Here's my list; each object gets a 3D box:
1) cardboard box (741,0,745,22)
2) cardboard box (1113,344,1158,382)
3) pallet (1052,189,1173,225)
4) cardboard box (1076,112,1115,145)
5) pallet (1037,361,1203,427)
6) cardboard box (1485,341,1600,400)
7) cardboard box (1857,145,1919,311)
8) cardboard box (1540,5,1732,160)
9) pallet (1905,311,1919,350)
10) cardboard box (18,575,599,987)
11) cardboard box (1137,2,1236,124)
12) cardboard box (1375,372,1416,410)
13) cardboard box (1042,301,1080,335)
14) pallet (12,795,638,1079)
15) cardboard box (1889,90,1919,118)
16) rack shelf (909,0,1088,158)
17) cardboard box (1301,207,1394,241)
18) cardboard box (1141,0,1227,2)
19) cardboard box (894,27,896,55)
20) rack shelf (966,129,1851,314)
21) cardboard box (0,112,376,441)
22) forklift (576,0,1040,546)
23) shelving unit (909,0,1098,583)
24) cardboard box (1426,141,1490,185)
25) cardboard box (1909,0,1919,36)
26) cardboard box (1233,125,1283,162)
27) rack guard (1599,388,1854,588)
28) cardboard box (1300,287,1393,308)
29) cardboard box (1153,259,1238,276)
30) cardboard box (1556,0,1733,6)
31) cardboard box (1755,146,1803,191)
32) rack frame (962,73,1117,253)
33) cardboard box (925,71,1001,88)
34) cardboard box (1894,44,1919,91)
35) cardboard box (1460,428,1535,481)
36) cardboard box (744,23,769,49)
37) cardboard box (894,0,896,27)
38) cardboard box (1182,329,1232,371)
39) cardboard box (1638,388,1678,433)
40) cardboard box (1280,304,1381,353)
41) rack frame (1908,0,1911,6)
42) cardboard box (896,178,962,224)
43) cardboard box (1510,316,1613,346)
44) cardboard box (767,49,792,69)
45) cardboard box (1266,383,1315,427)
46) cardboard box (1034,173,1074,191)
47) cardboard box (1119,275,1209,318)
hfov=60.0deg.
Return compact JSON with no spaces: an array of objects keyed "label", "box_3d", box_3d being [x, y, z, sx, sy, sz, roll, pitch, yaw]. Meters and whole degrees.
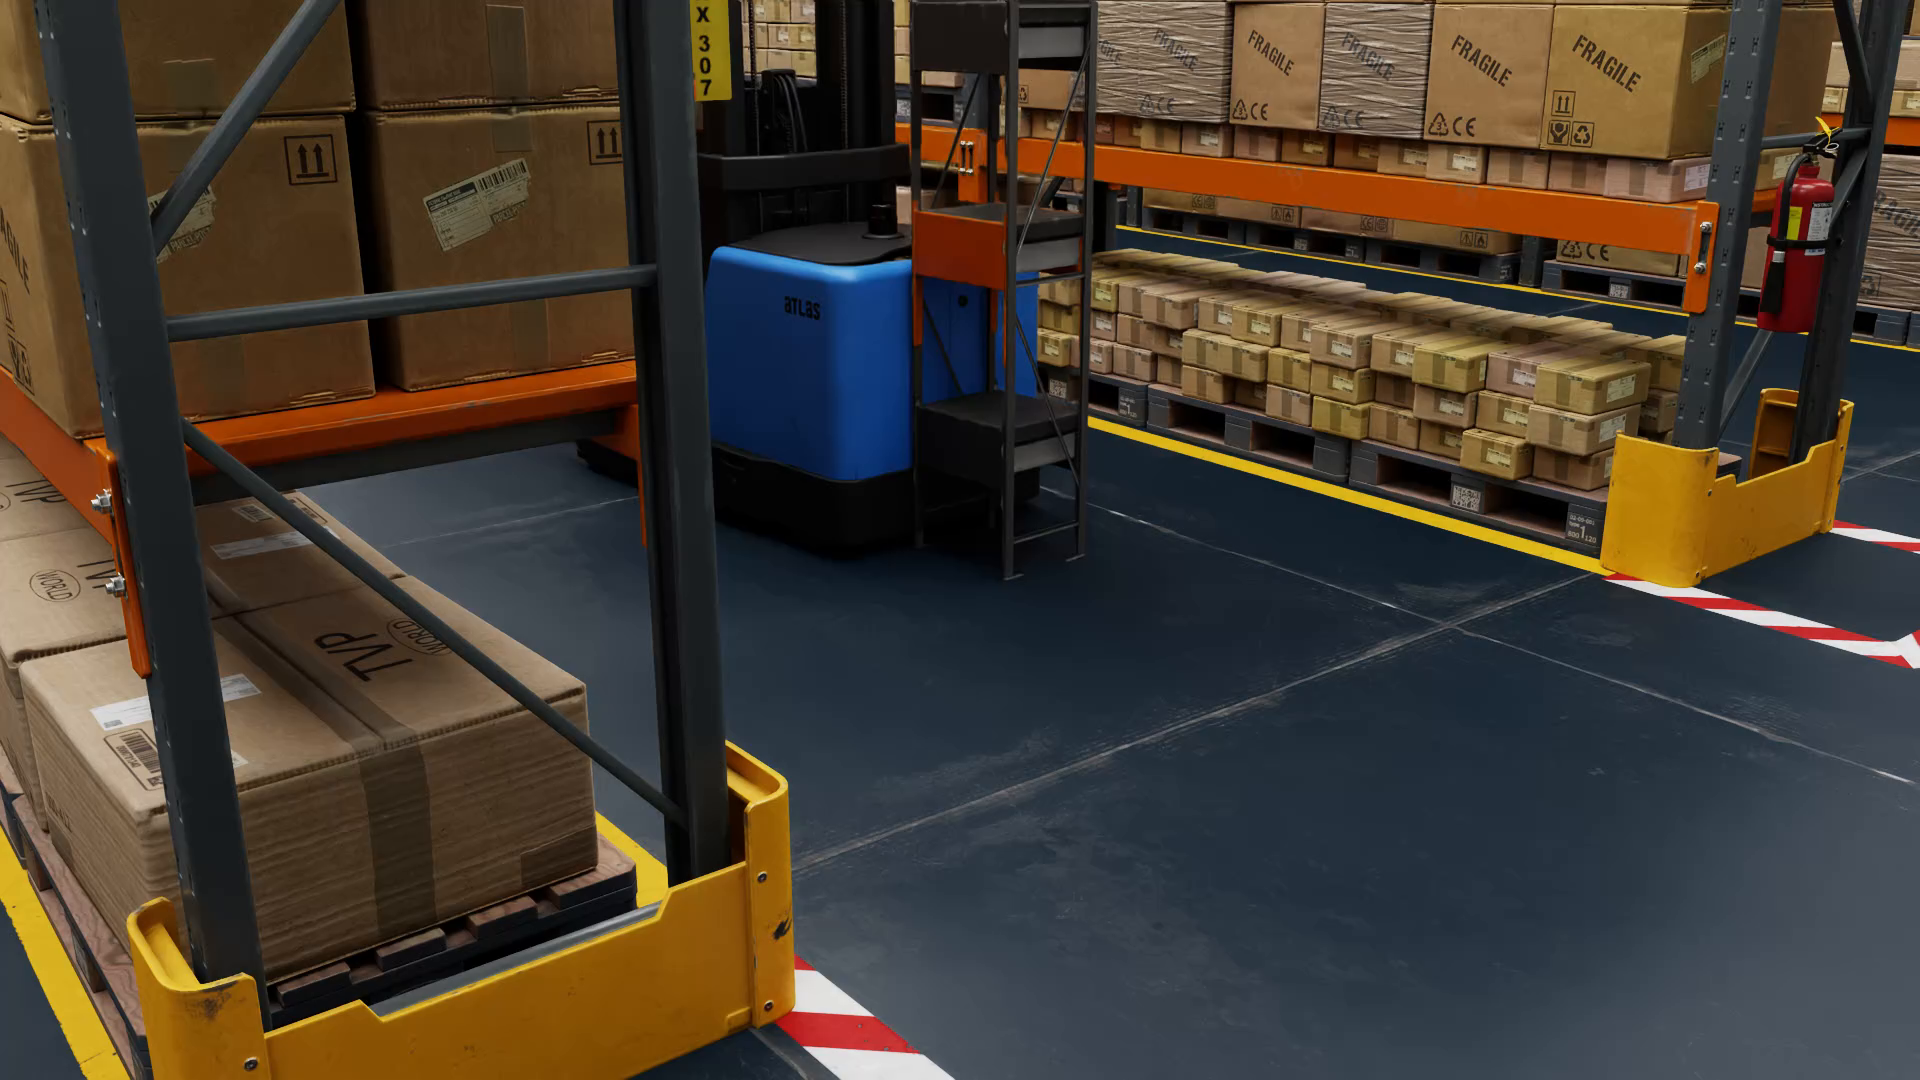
[{"label":"cardboard box","box_3d":[-1.258,-3.306,10.361,0.380,0.149,0.250,-13,22,-34]},{"label":"cardboard box","box_3d":[0.971,-0.893,8.154,0.380,0.149,0.250,-15,23,-37]},{"label":"pallet","box_3d":[1.423,-3.166,15.589,1.003,0.211,1.213,-14,23,-36]},{"label":"cardboard box","box_3d":[0.784,-2.011,8.063,0.380,0.149,0.250,-15,24,-38]},{"label":"pallet","box_3d":[0.884,-0.886,8.703,1.003,0.211,1.213,-14,23,-36]},{"label":"cardboard box","box_3d":[2.285,-0.665,6.521,0.380,0.149,0.250,-13,23,-35]},{"label":"cardboard box","box_3d":[5.849,-1.883,9.989,0.875,0.875,0.875,-14,23,-36]},{"label":"cardboard box","box_3d":[2.442,-1.632,5.887,0.500,0.500,0.500,-13,23,-35]},{"label":"pallet","box_3d":[6.316,-1.184,9.602,1.003,0.211,1.213,-14,23,-36]},{"label":"cardboard box","box_3d":[-1.383,0.482,3.543,0.875,0.438,0.875,-15,23,-38]},{"label":"cardboard box","box_3d":[1.147,-2.134,7.404,0.500,0.500,0.500,-15,23,-37]},{"label":"cardboard box","box_3d":[1.961,-0.658,6.973,0.380,0.149,0.250,-14,23,-37]},{"label":"cardboard box","box_3d":[0.641,-1.159,8.485,0.380,0.149,0.250,-14,23,-36]},{"label":"pallet","box_3d":[-1.452,0.750,3.761,1.003,0.211,1.213,-14,23,-36]},{"label":"cardboard box","box_3d":[5.598,-2.545,9.677,0.380,0.149,0.250,-14,23,-36]},{"label":"rack shelf","box_3d":[0.144,-1.597,5.661,0.431,0.518,0.480,-16,24,-39]},{"label":"cardboard box","box_3d":[3.422,-2.876,12.989,1.225,0.875,0.875,-15,23,-38]},{"label":"cardboard box","box_3d":[1.151,-2.618,7.275,0.500,0.500,0.500,-14,23,-35]},{"label":"cardboard box","box_3d":[-0.279,-2.776,9.232,0.380,0.149,0.250,-13,22,-34]},{"label":"rack shelf","box_3d":[1.681,-1.534,7.368,1.077,0.370,4.000,-14,23,-36]},{"label":"cardboard box","box_3d":[-1.402,-0.507,2.961,0.500,0.500,0.500,-14,23,-36]},{"label":"forklift","box_3d":[-1.037,-1.756,7.004,1.130,2.935,3.031,-16,24,-39]},{"label":"shelving unit","box_3d":[0.144,-0.945,5.877,0.431,2.100,0.503,-16,24,-39]},{"label":"cardboard box","box_3d":[2.030,-1.475,6.444,0.380,0.149,0.250,-13,22,-35]},{"label":"cardboard box","box_3d":[11.013,-5.914,18.625,0.500,0.500,0.700,13,23,35]},{"label":"cardboard box","box_3d":[1.417,-1.744,7.256,0.380,0.149,0.250,-13,22,-34]},{"label":"rack guard","box_3d":[2.876,-0.215,6.216,1.175,0.500,0.348,-14,23,-36]},{"label":"cardboard box","box_3d":[1.800,-1.070,7.744,0.380,0.149,0.250,-14,23,-36]},{"label":"cardboard box","box_3d":[1.214,-1.345,8.573,0.380,0.149,0.250,-14,23,-37]},{"label":"cardboard box","box_3d":[2.444,-2.110,5.741,0.500,0.500,0.500,-15,23,-37]},{"label":"cardboard box","box_3d":[2.979,-1.407,6.241,0.380,0.149,0.250,-14,23,-37]},{"label":"rack frame","box_3d":[0.439,-2.369,8.744,1.000,3.000,0.127,-14,23,-36]},{"label":"cardboard box","box_3d":[0.038,-2.508,8.896,0.380,0.149,0.250,-15,23,-37]},{"label":"cardboard box","box_3d":[5.734,-2.714,9.553,0.500,0.250,0.500,-15,23,-38]},{"label":"cardboard box","box_3d":[2.194,-0.361,6.550,0.380,0.149,0.250,-13,22,-34]},{"label":"cardboard box","box_3d":[-1.101,-3.100,10.211,0.380,0.149,0.250,-14,23,-37]},{"label":"cardboard box","box_3d":[-0.289,-2.922,9.200,0.380,0.149,0.250,-15,23,-38]},{"label":"cardboard box","box_3d":[1.245,-0.892,7.679,0.380,0.149,0.250,-14,23,-37]},{"label":"cardboard box","box_3d":[2.799,-0.549,6.644,0.380,0.149,0.250,-13,22,-34]},{"label":"cardboard box","box_3d":[1.626,-0.923,7.297,0.380,0.149,0.250,-15,23,-38]},{"label":"rack frame","box_3d":[8.273,-4.278,14.511,1.000,3.000,0.127,-14,23,-36]},{"label":"cardboard box","box_3d":[-0.221,-1.871,9.358,0.500,0.250,0.500,-15,23,-38]},{"label":"cardboard box","box_3d":[2.542,-0.838,7.043,0.380,0.149,0.250,-14,23,-36]},{"label":"cardboard box","box_3d":[-0.939,-2.894,10.062,0.380,0.149,0.250,-15,23,-38]},{"label":"cardboard box","box_3d":[1.572,-0.624,7.341,0.380,0.149,0.250,-13,23,-35]},{"label":"cardboard box","box_3d":[1.121,-3.615,15.784,0.700,0.500,0.500,-16,24,-41]},{"label":"cardboard box","box_3d":[0.991,-1.180,8.074,0.380,0.149,0.250,-15,23,-38]}]
